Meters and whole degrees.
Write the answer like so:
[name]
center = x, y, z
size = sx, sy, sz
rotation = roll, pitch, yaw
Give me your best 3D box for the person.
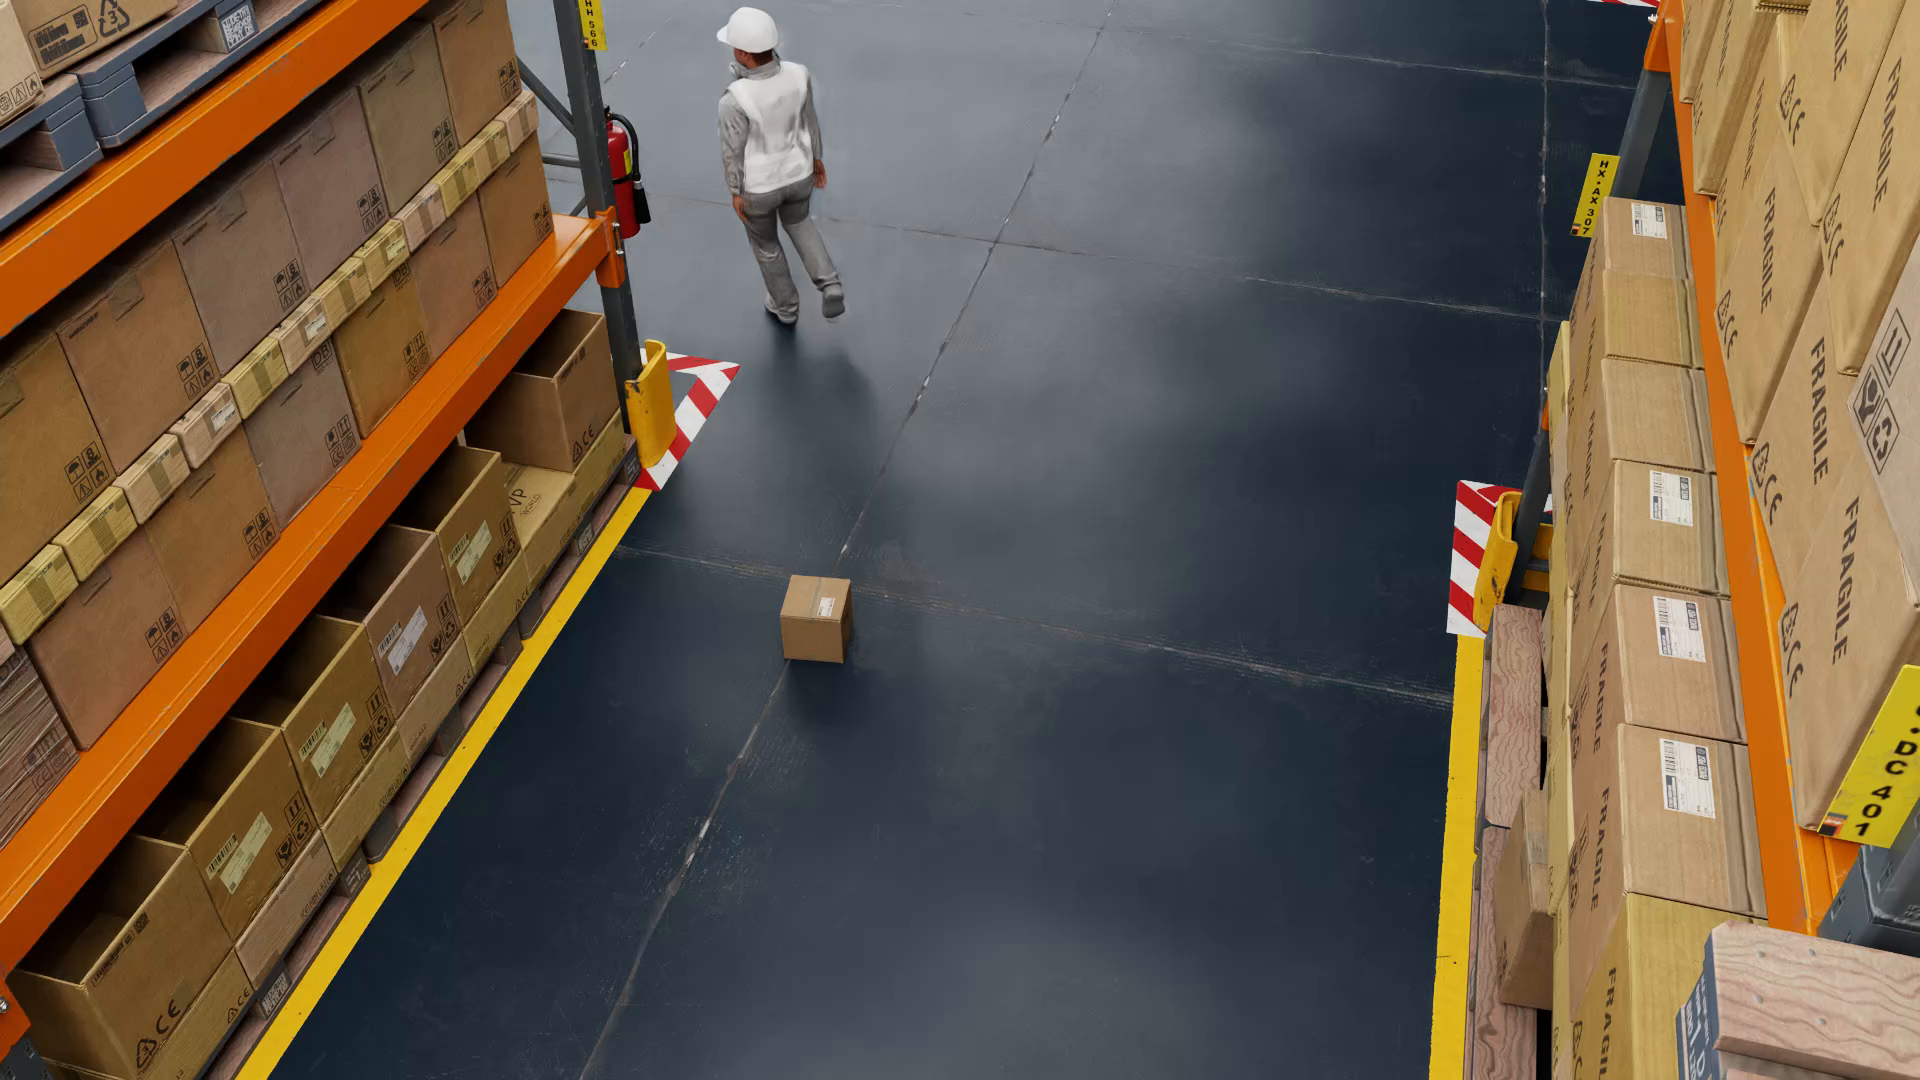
[person]
center = -0.909, -1.797, 8.203
size = 0.590, 1.754, 0.580
rotation = -25, 47, -26
